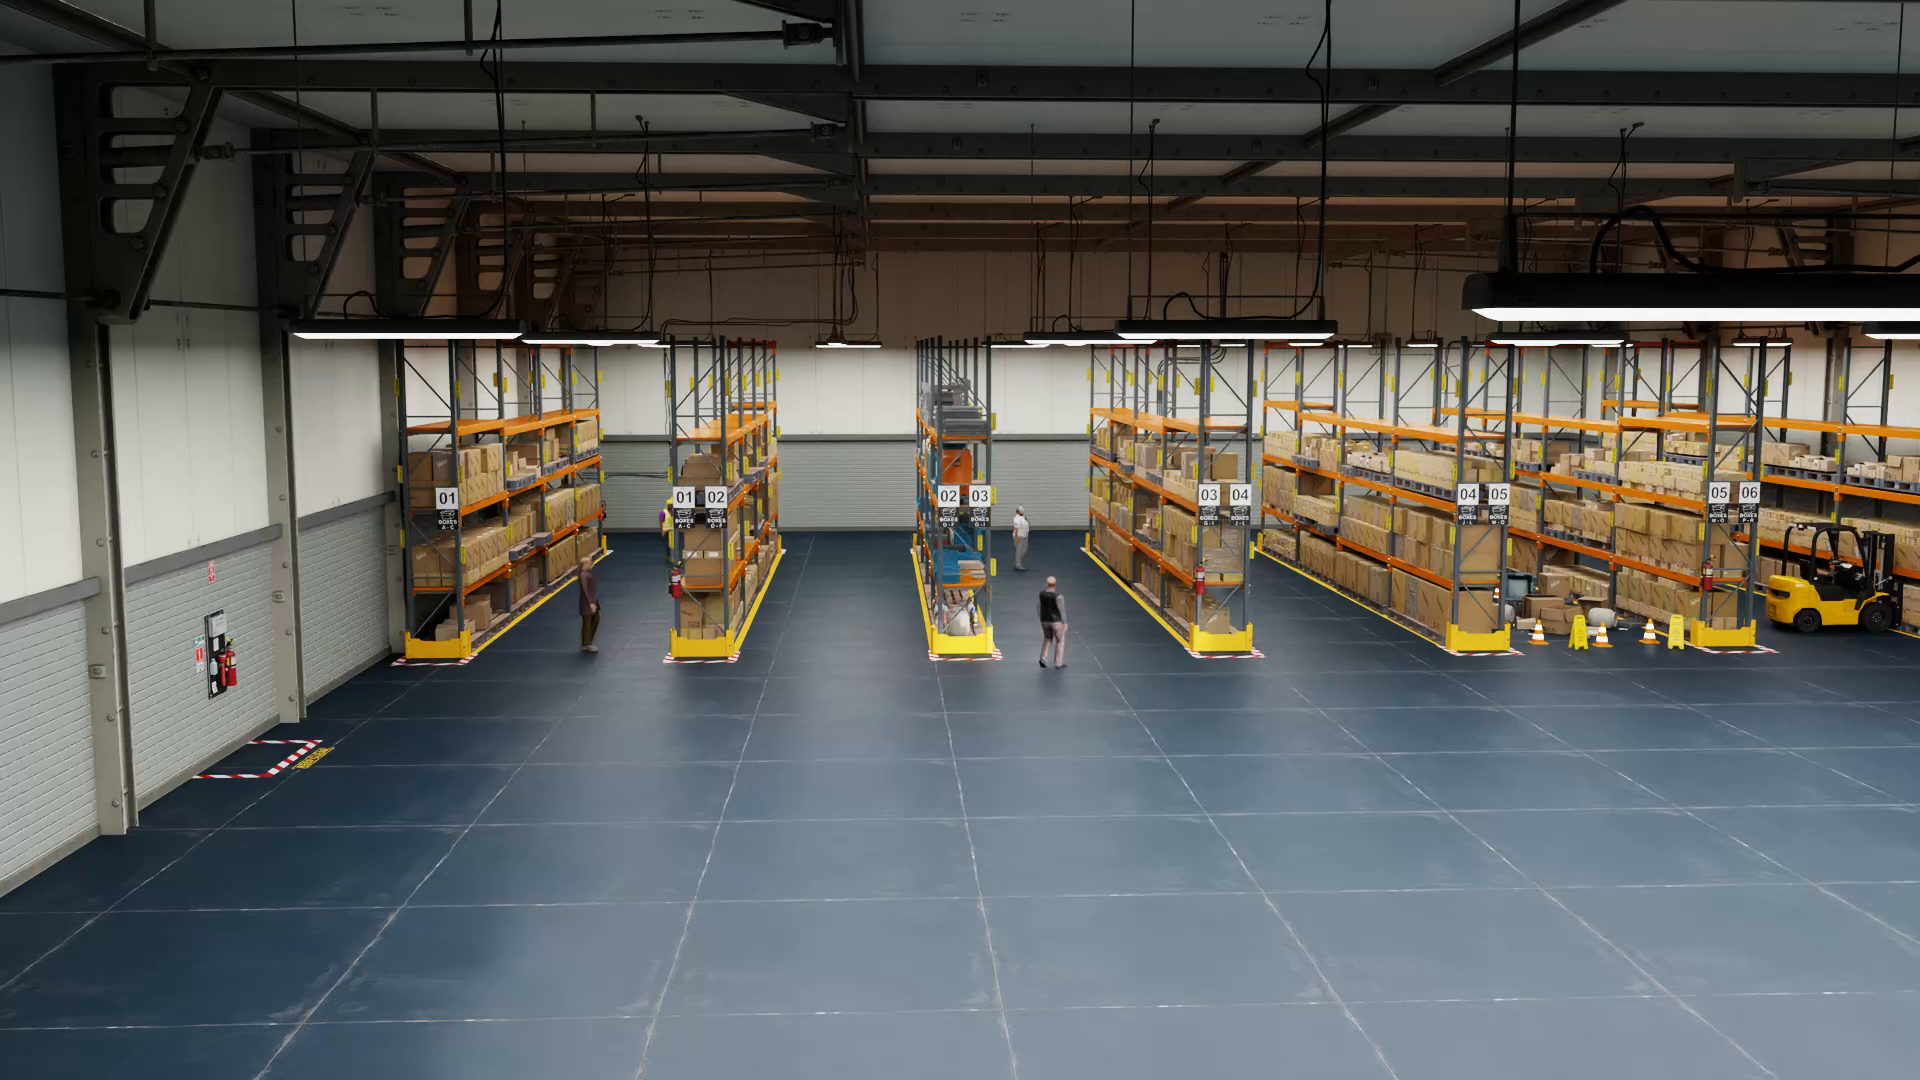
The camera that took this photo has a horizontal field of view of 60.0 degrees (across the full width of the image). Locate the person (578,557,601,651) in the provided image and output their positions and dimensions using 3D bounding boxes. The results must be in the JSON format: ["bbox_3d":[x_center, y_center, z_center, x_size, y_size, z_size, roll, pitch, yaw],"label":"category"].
[{"bbox_3d":[-7.118,1.233,31.908,0.487,1.822,0.673,1,7,6],"label":"person"}]

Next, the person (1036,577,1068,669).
[{"bbox_3d":[1.683,1.499,30.031,0.585,1.718,0.535,5,8,36],"label":"person"}]

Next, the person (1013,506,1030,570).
[{"bbox_3d":[1.585,-0.064,43.783,0.437,1.676,0.542,4,8,30],"label":"person"}]

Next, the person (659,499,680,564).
[{"bbox_3d":[-7.862,-0.244,44.993,0.543,1.731,0.958,-1,7,-7],"label":"person"}]
